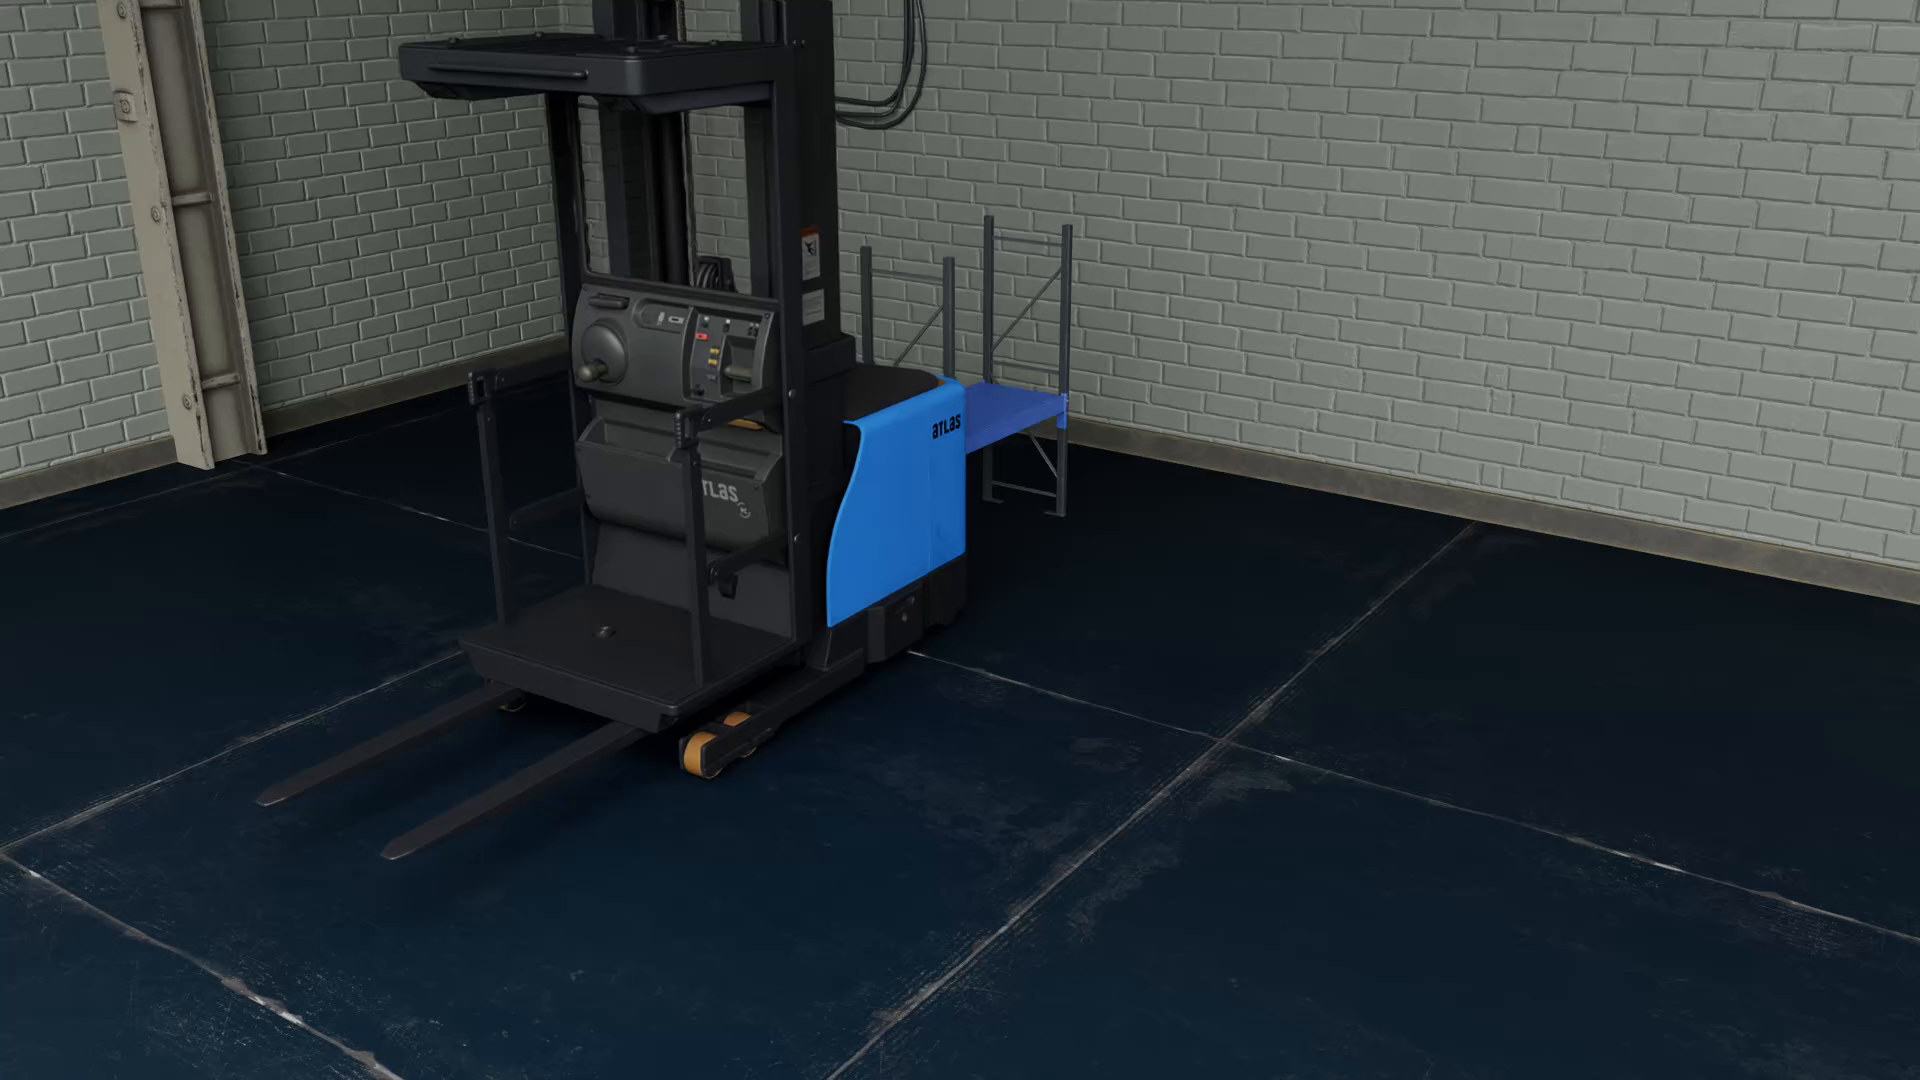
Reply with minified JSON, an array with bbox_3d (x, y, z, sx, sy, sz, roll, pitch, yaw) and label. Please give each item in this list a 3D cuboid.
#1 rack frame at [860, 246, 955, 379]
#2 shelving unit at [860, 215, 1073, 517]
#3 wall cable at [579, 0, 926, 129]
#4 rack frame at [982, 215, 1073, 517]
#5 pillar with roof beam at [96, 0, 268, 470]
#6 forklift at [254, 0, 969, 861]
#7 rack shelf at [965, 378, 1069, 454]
[{"bbox_3d":[-0.238,-0.582,7.677,0.500,1.500,0.032,13,24,32],"label":"rack frame"},{"bbox_3d":[0.048,-0.728,8.071,0.538,1.500,1.048,13,24,32],"label":"shelving unit"},{"bbox_3d":[-1.494,-3.831,10.127,3.097,2.526,0.112,13,24,32],"label":"wall cable"},{"bbox_3d":[0.334,-0.874,8.465,0.500,1.500,0.032,13,24,32],"label":"rack frame"},{"bbox_3d":[-0.683,-3.860,5.730,9.100,9.000,0.400,13,24,32],"label":"pillar with roof beam"},{"bbox_3d":[-1.177,-0.706,5.948,1.130,2.935,3.031,13,24,30],"label":"forklift"},{"bbox_3d":[0.048,-0.559,8.133,0.538,0.185,1.000,13,24,32],"label":"rack shelf"}]
